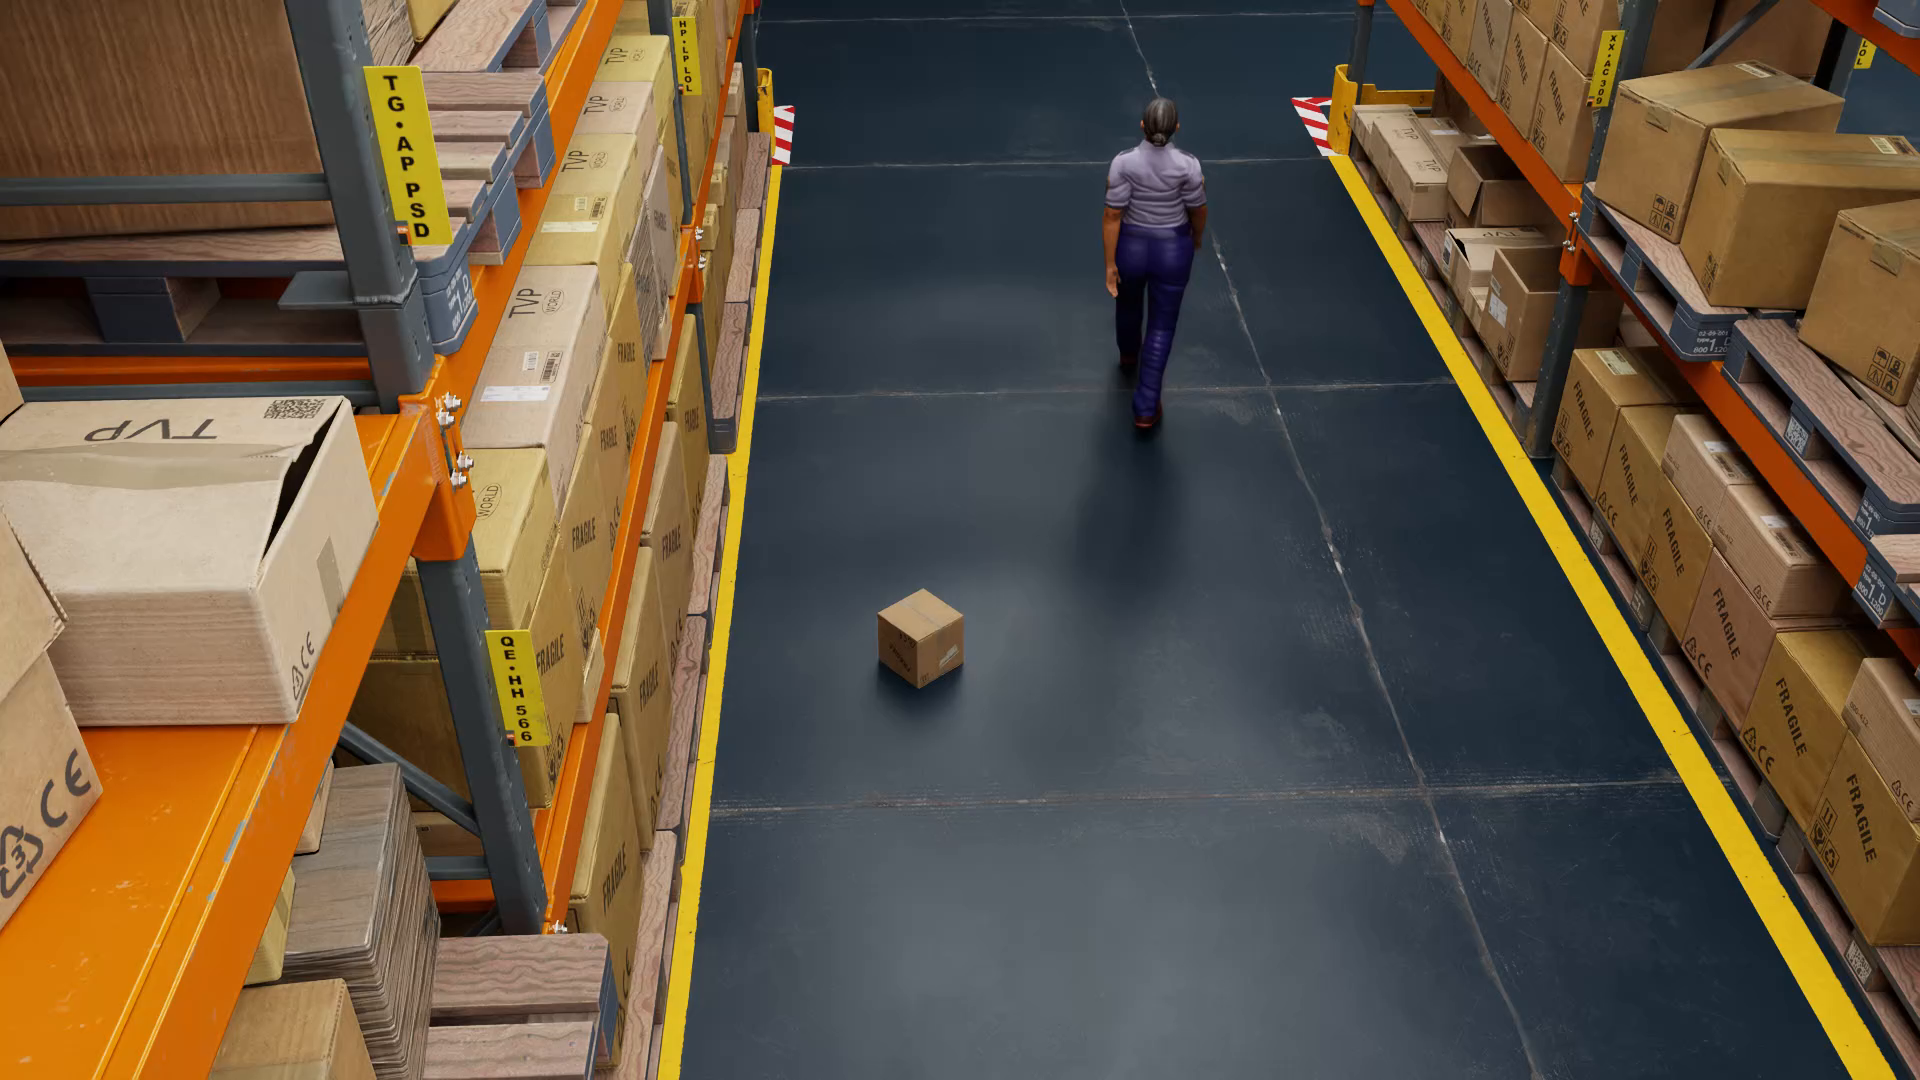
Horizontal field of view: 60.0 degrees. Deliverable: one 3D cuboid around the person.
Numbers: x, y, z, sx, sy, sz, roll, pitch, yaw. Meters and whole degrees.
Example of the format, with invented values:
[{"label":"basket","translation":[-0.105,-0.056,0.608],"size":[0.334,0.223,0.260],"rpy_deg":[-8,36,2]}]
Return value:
[{"label":"person","translation":[0.962,-1.444,8.170],"size":[0.477,1.585,0.975],"rpy_deg":[9,36,12]}]
